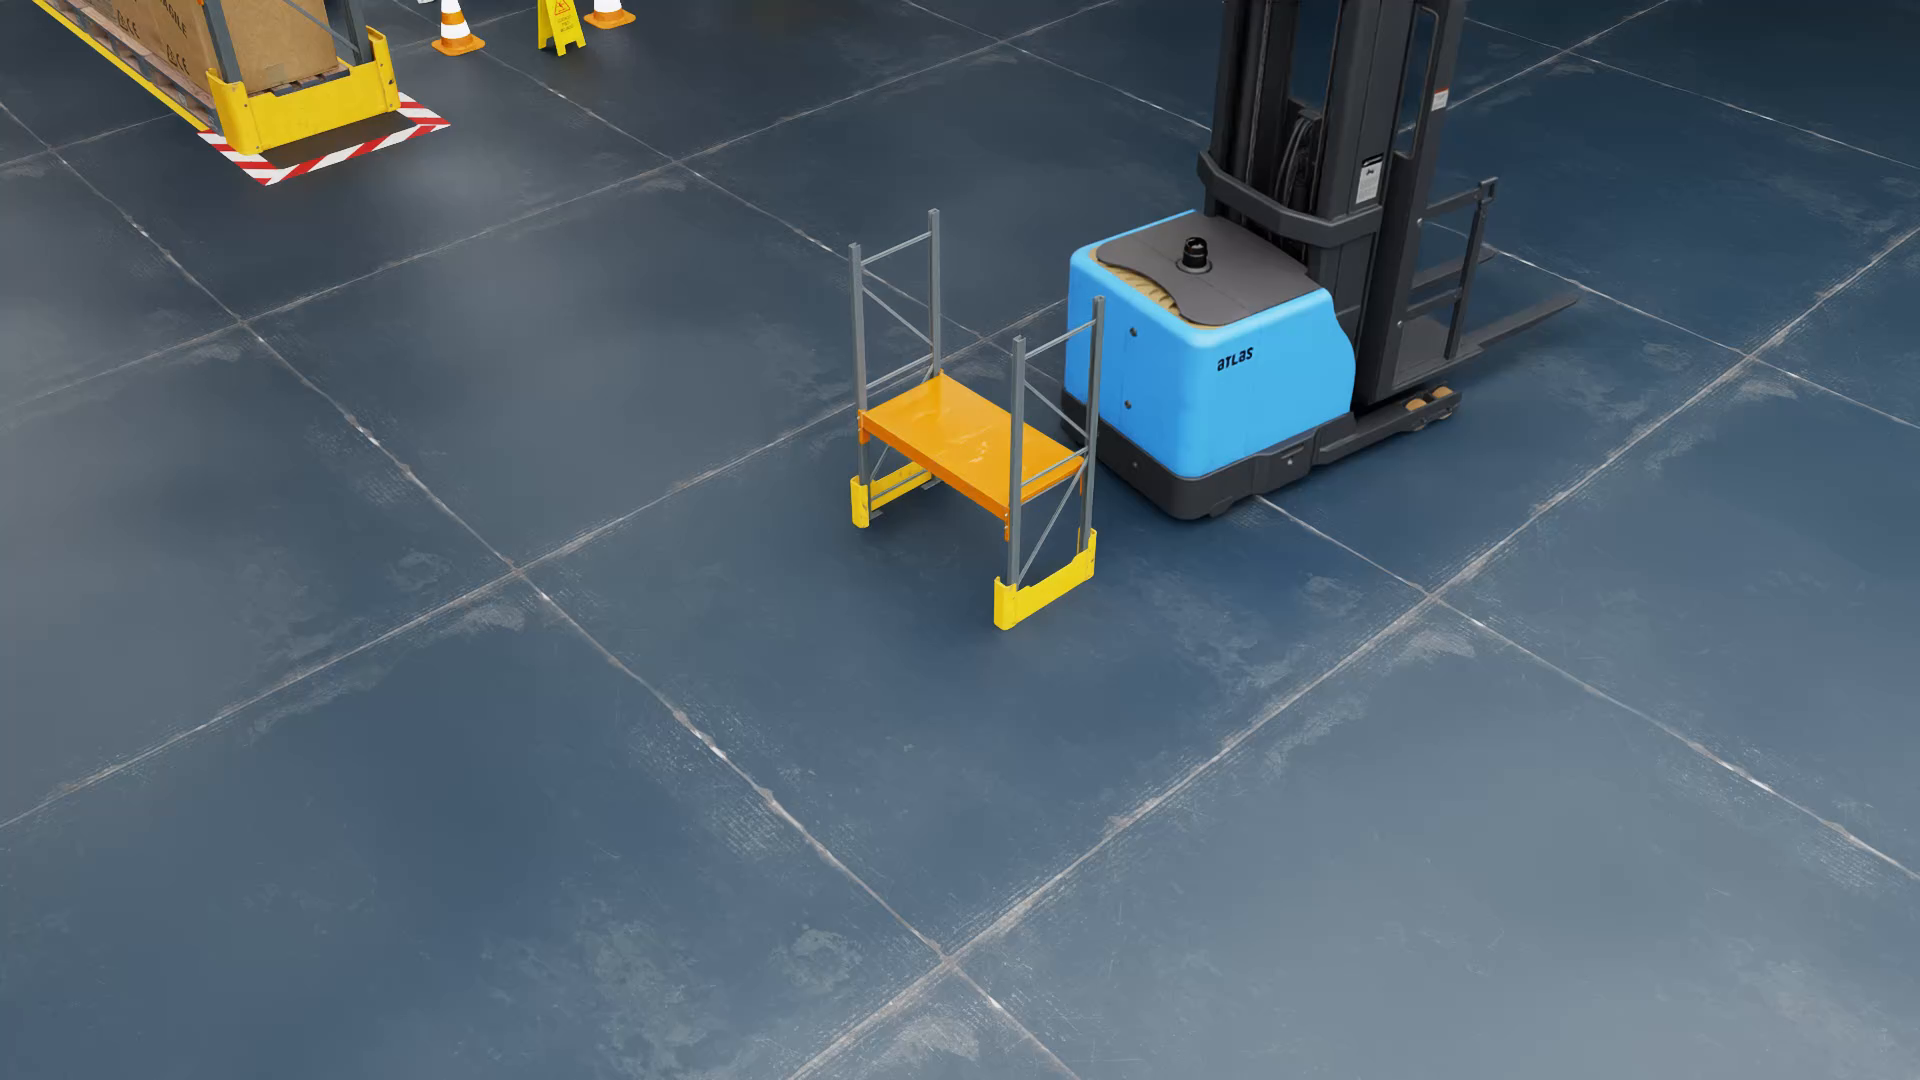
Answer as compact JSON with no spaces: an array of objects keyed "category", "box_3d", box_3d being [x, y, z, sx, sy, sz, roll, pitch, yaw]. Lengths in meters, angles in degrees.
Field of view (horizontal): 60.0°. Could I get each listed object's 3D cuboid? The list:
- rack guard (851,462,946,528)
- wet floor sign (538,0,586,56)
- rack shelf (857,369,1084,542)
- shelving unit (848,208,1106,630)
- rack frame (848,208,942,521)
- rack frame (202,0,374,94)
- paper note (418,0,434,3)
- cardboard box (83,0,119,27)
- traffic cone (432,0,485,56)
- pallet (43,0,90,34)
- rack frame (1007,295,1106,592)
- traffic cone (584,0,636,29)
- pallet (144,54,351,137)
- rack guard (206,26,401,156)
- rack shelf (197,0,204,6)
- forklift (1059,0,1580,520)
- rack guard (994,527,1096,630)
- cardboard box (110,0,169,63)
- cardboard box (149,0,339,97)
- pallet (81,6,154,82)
[{"category":"rack guard","box_3d":[-0.285,-0.292,8.121,0.587,0.250,0.087,-30,48,-32]},{"category":"wet floor sign","box_3d":[-3.008,-3.979,12.371,0.232,0.644,0.267,26,45,28]},{"category":"rack shelf","box_3d":[0.058,-0.404,7.551,0.538,0.185,1.000,-30,48,-32]},{"category":"shelving unit","box_3d":[0.052,-0.548,7.443,0.587,1.500,1.083,-30,48,-32]},{"category":"rack frame","box_3d":[-0.286,-0.779,7.729,0.500,1.500,0.032,-30,48,-32]},{"category":"rack frame","box_3d":[-4.486,-4.067,10.606,1.000,3.000,0.127,-30,48,-32]},{"category":"paper note","box_3d":[-4.268,-4.339,13.307,0.144,0.017,0.142,-15,41,-17]},{"category":"cardboard box","box_3d":[-6.205,-4.518,12.522,0.875,0.875,0.875,-30,47,-31]},{"category":"traffic cone","box_3d":[-3.799,-3.929,12.454,0.336,0.463,0.334,-30,48,-32]},{"category":"pallet","box_3d":[-6.735,-4.448,13.297,1.003,0.211,1.213,-30,48,-32]},{"category":"rack frame","box_3d":[0.402,-0.309,7.146,0.500,1.500,0.032,-30,48,-32]},{"category":"traffic cone","box_3d":[-2.737,-4.252,12.854,0.336,0.463,0.334,-30,48,-32]},{"category":"pallet","box_3d":[-5.084,-3.319,11.899,1.003,0.211,1.213,-30,48,-32]},{"category":"rack guard","box_3d":[-4.470,-3.083,11.377,1.175,0.500,0.348,-30,48,-32]},{"category":"rack shelf","box_3d":[-5.839,-4.712,11.978,1.077,0.370,4.000,-30,48,-32]},{"category":"forklift","box_3d":[2.020,-1.961,8.053,3.031,2.935,1.130,-23,44,-26]},{"category":"rack guard","box_3d":[0.388,0.169,7.550,0.587,0.250,0.087,-30,48,-32]},{"category":"cardboard box","box_3d":[-5.590,-4.095,11.998,0.875,0.875,0.875,-31,48,-32]},{"category":"cardboard box","box_3d":[-4.993,-3.689,11.495,0.875,0.875,0.875,-30,47,-32]},{"category":"pallet","box_3d":[-5.905,-3.883,12.598,1.003,0.211,1.213,-30,48,-32]}]
